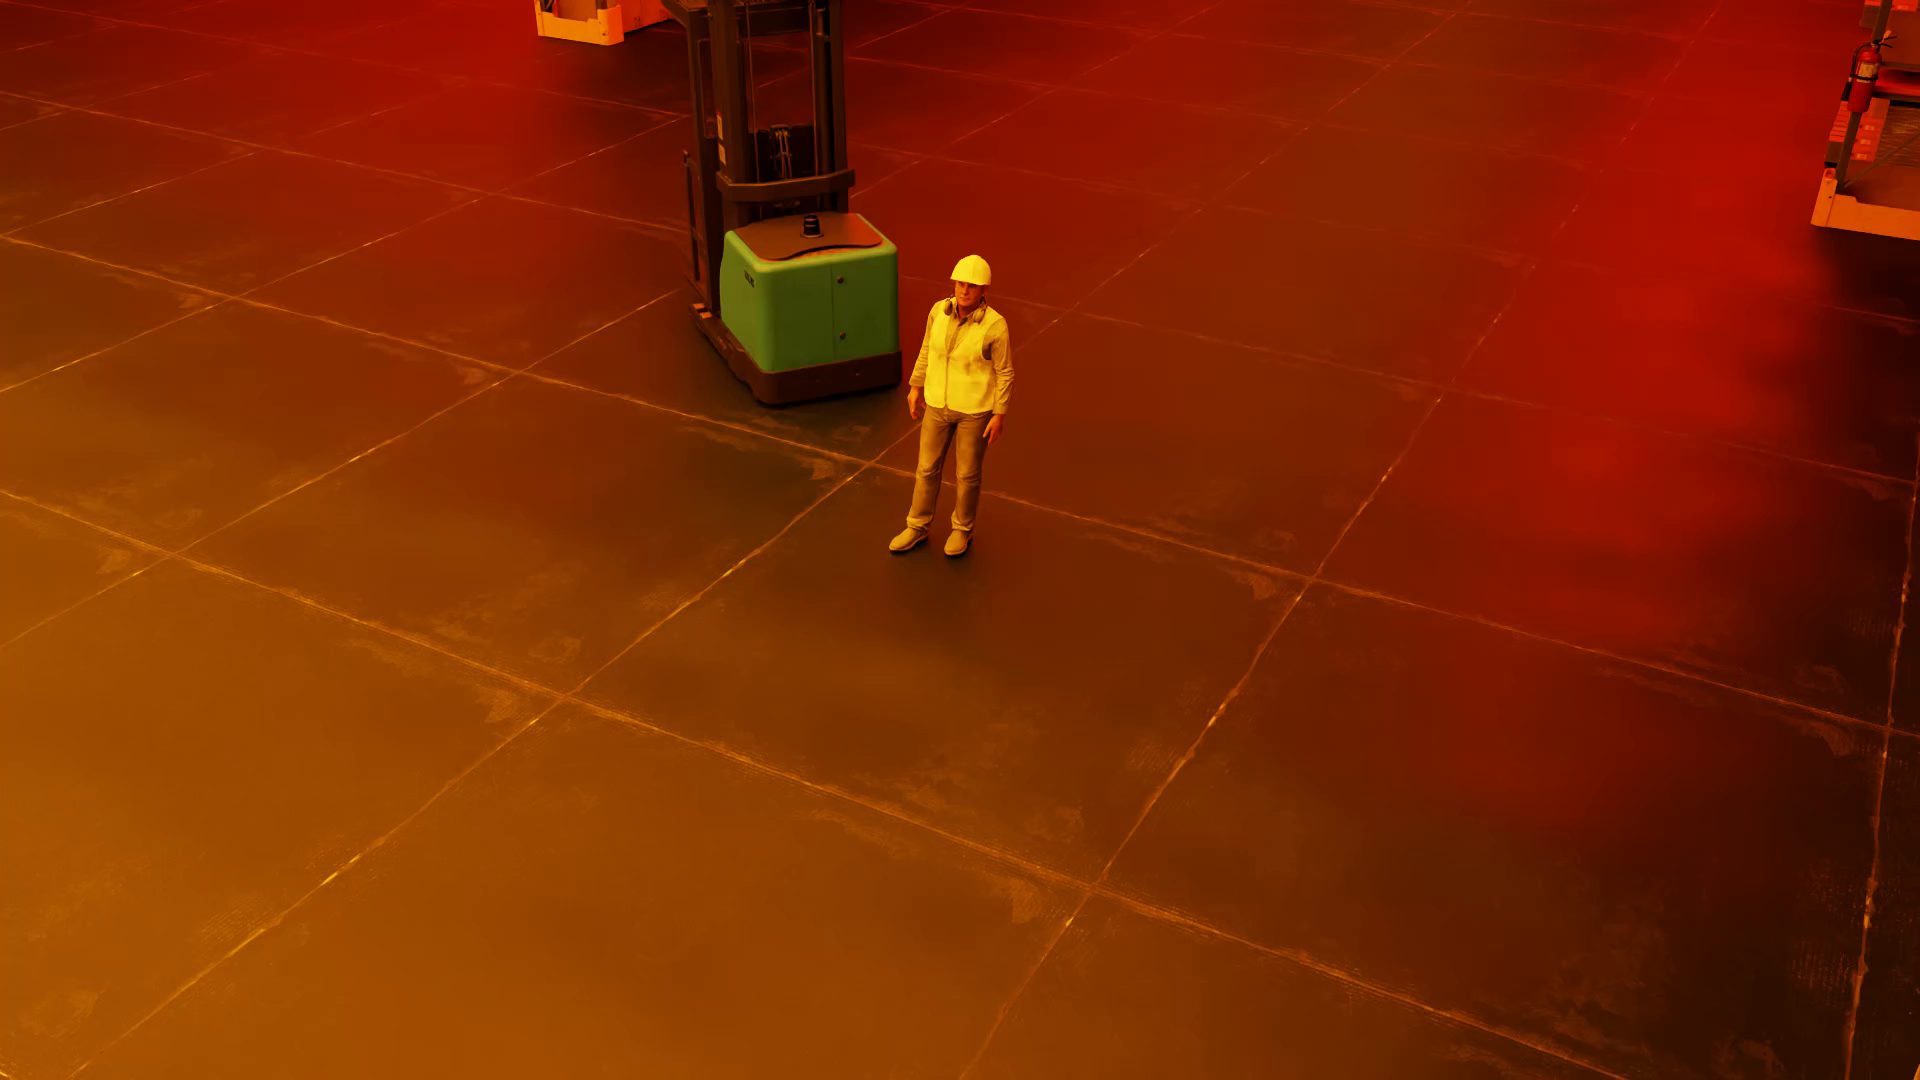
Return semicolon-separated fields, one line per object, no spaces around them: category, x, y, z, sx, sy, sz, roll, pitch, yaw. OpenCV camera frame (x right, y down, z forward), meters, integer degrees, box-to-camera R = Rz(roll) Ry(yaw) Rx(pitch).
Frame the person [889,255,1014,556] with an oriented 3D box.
person;-0.037;-0.750;9.512;0.632;1.773;0.568;15;33;25

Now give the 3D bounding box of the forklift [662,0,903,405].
forklift;-1.454;-2.923;12.135;1.130;2.935;3.031;-12;32;-20
